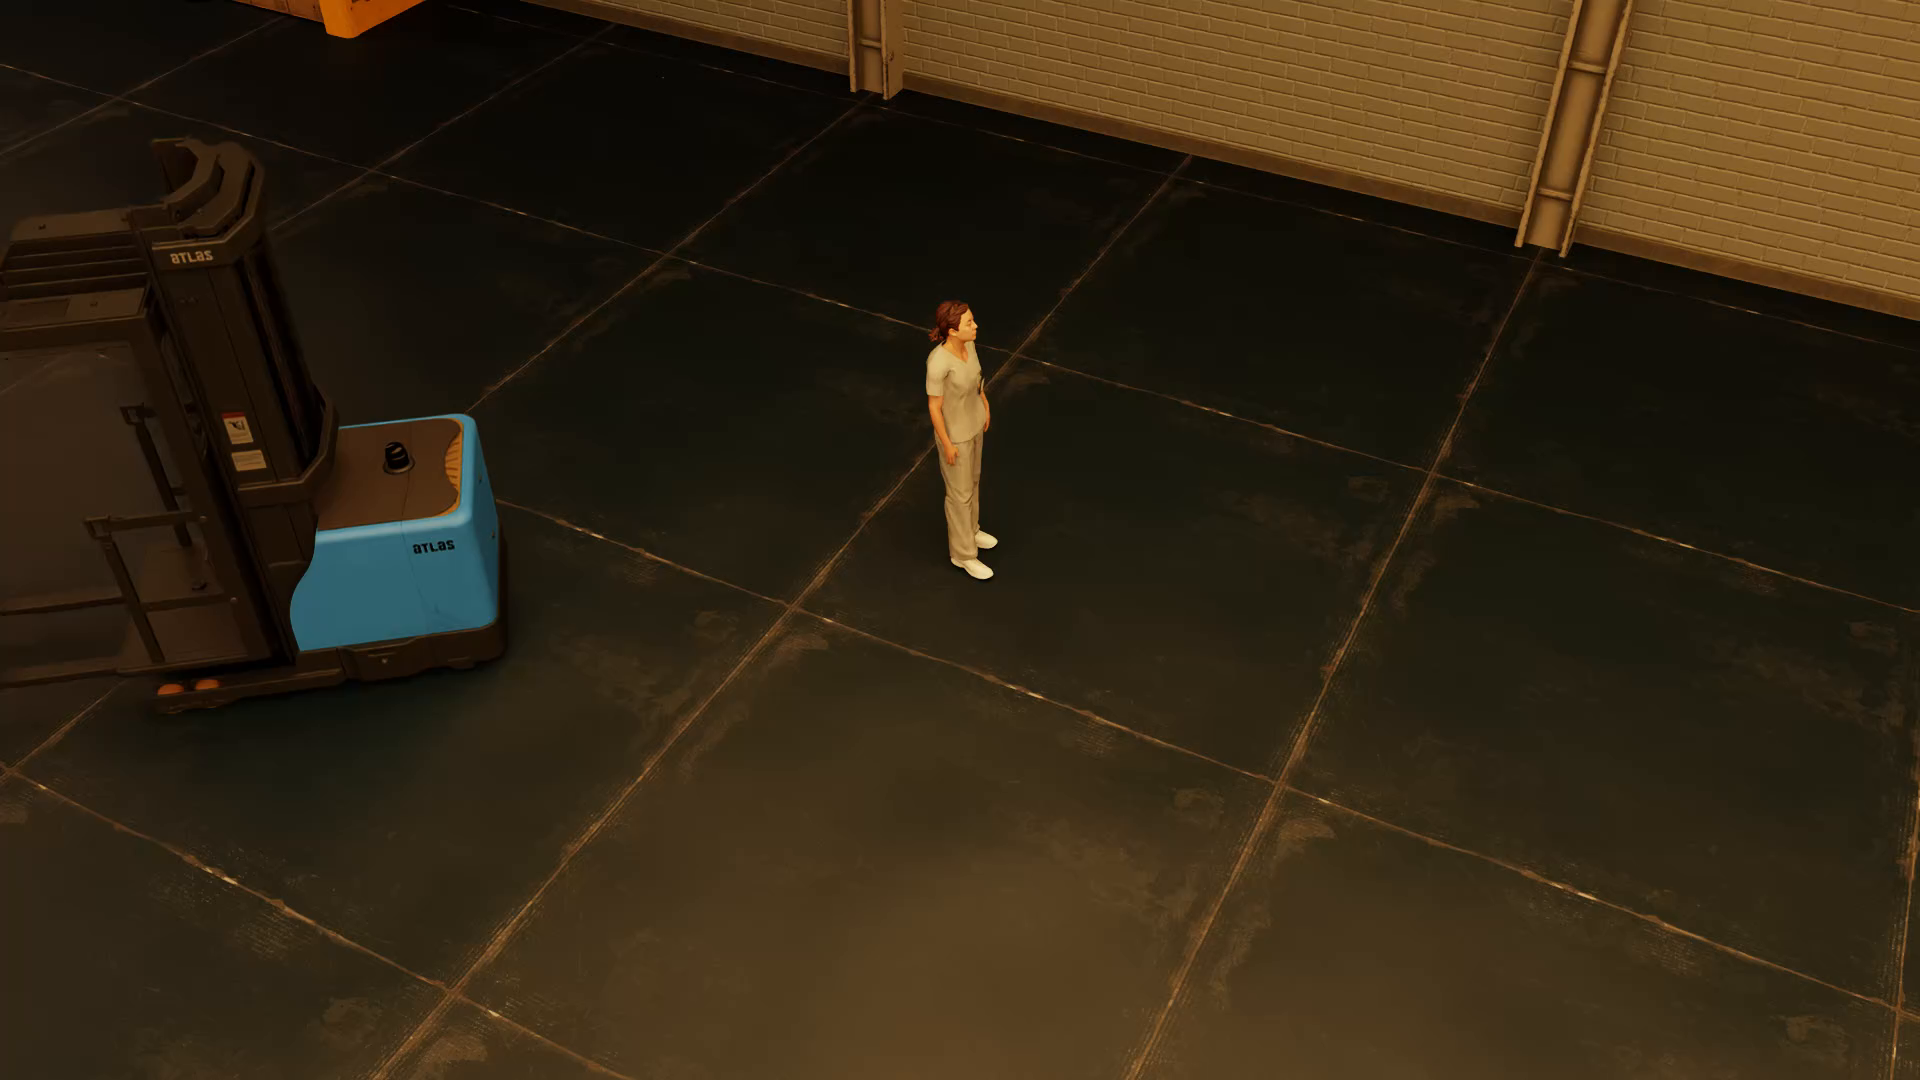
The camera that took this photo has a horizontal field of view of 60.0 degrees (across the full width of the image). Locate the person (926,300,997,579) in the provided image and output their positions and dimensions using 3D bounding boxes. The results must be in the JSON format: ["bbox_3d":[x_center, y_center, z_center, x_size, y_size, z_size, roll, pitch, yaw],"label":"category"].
[{"bbox_3d":[0.059,-0.617,9.683,0.549,1.675,0.550,18,43,21],"label":"person"}]

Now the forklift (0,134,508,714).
[{"bbox_3d":[-4.141,-0.540,8.628,3.031,2.935,1.130,-7,41,-9],"label":"forklift"}]
